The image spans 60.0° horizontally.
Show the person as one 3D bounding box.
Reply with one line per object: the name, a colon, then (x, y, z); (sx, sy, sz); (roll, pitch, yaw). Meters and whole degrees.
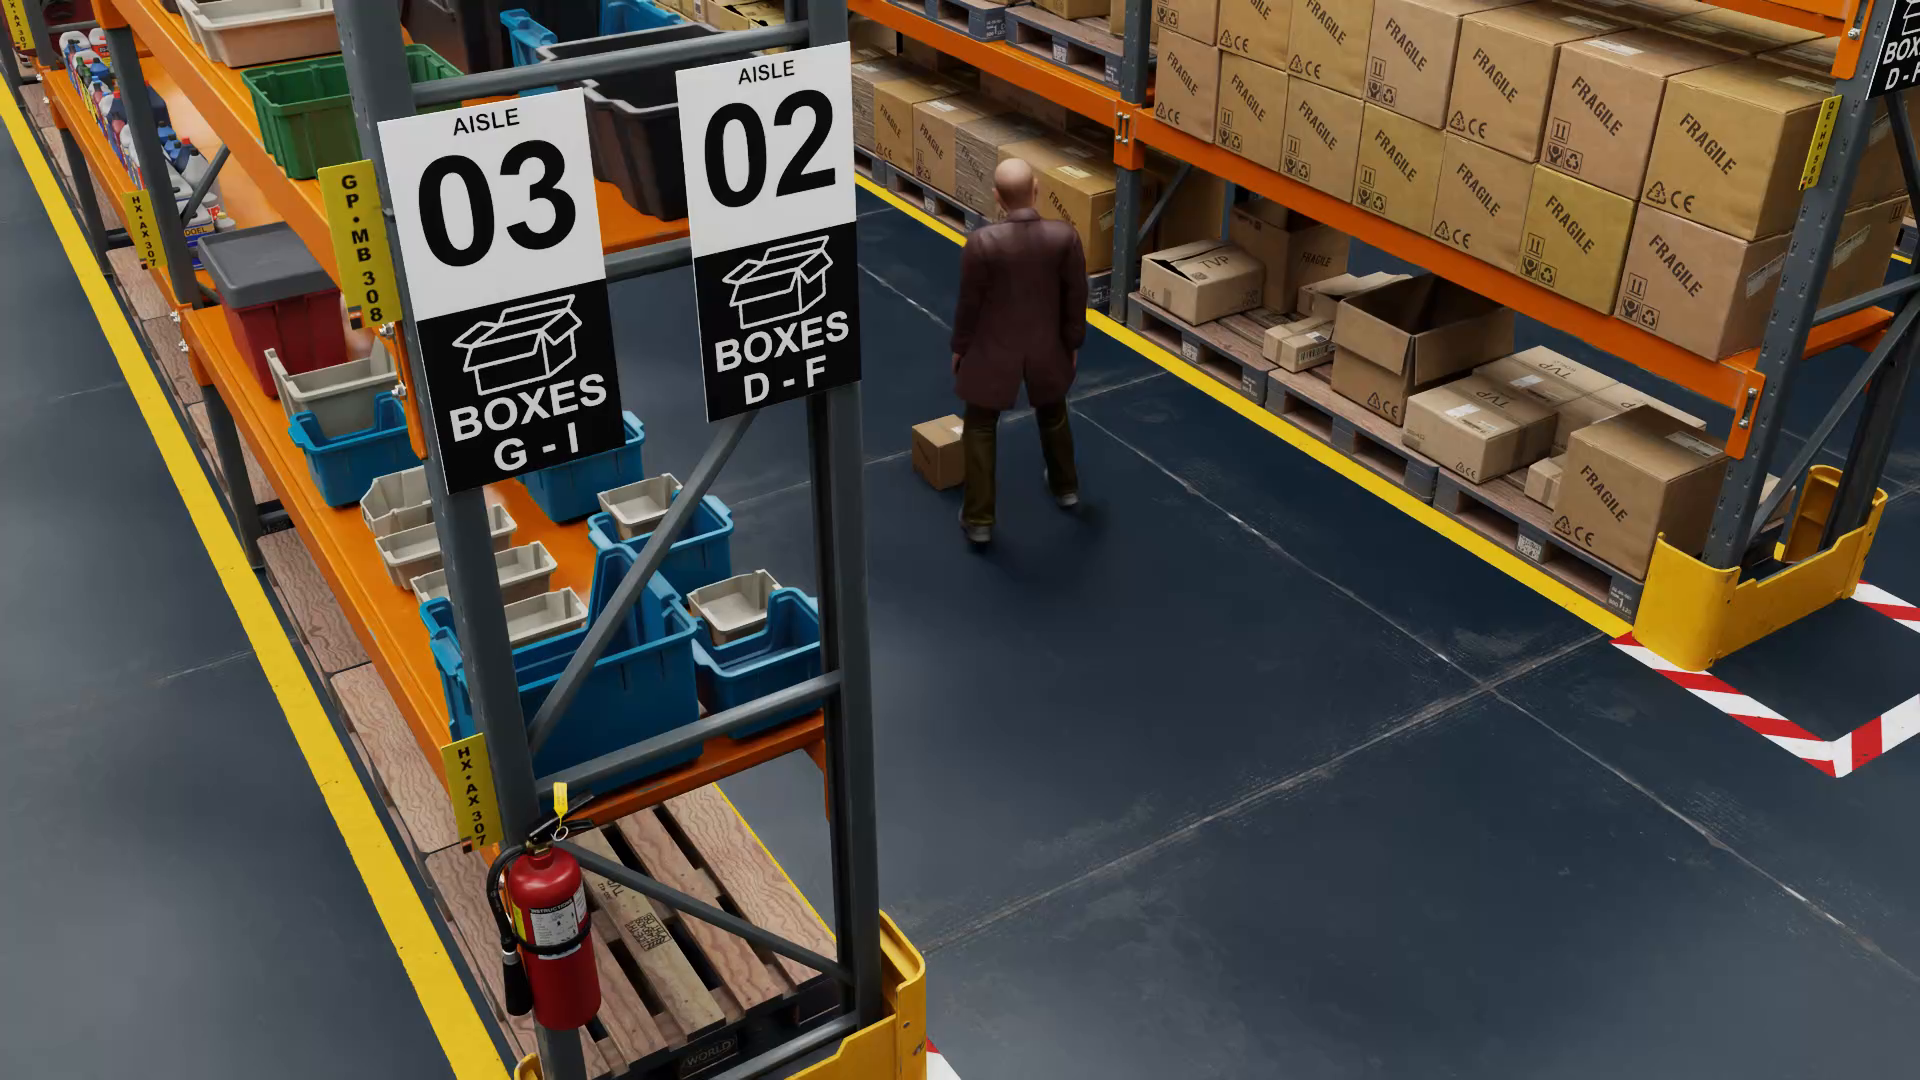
person: (0.270, -0.874, 7.528); (0.651, 1.773, 0.630); (-8, 33, -12)
